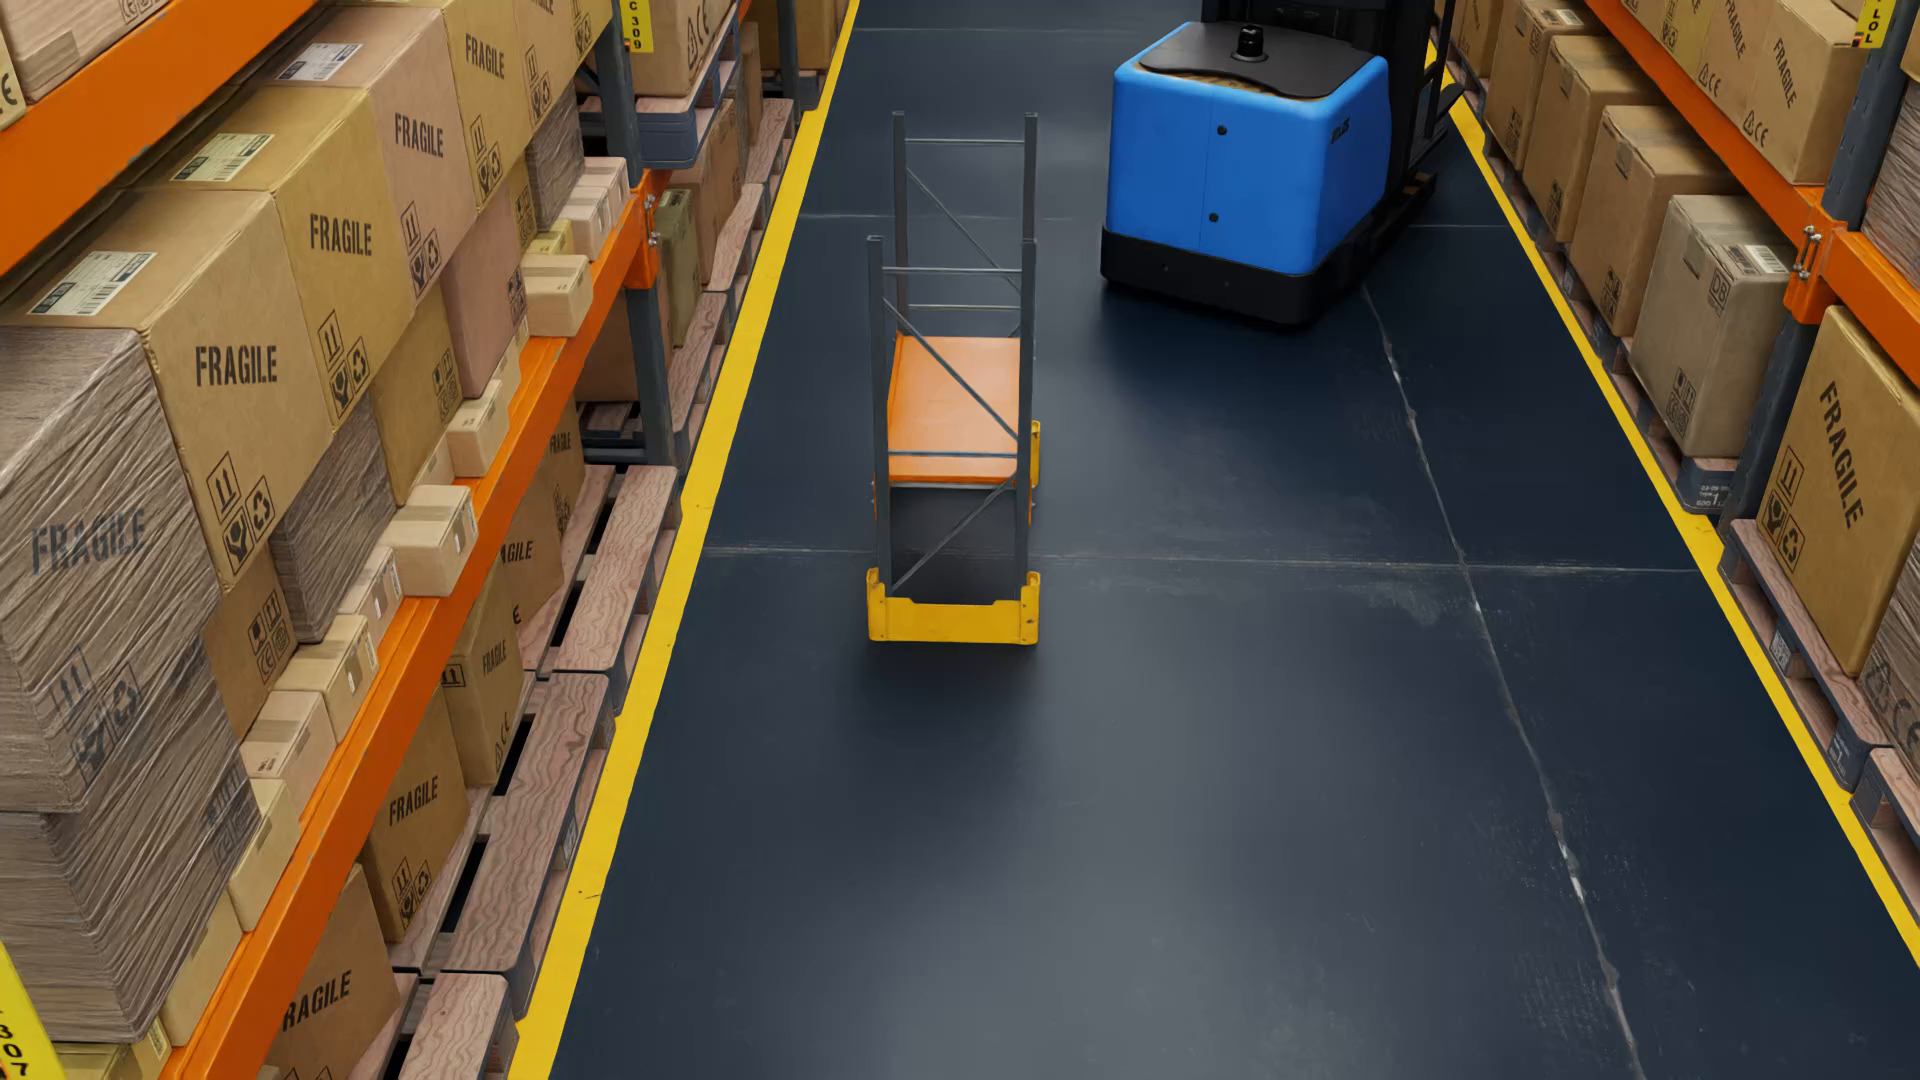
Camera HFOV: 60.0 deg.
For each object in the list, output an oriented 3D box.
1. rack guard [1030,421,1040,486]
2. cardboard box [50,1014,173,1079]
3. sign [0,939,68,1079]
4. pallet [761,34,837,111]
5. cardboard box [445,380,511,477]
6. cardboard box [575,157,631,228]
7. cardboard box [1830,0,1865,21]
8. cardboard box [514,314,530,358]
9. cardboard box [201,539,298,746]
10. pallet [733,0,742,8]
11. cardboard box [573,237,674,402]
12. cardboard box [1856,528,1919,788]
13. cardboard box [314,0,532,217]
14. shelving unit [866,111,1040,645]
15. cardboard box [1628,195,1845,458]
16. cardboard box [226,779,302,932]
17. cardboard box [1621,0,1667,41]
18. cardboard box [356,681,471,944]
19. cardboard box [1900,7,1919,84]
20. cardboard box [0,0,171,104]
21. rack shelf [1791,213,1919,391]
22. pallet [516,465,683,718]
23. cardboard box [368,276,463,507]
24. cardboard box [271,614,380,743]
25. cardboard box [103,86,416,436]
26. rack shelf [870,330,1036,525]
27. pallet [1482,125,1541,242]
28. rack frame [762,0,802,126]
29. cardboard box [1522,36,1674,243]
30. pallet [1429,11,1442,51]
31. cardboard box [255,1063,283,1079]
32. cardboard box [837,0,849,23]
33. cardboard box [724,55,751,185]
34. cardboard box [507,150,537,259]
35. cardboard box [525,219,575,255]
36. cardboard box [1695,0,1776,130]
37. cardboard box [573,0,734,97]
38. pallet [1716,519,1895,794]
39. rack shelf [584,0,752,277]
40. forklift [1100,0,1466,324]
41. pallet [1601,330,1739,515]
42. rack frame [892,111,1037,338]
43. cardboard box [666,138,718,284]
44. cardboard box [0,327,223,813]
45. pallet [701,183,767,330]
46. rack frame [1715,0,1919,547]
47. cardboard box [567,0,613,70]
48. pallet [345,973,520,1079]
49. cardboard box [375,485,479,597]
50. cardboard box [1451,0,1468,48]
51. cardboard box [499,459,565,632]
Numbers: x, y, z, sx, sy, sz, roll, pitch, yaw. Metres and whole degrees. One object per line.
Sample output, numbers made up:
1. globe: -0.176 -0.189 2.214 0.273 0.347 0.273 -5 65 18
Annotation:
1. rack guard: 0.017 -0.345 6.523 0.587 0.250 0.087 1 35 2
2. cardboard box: -1.506 0.857 2.641 0.380 0.149 0.250 1 35 2
3. sign: -1.213 0.570 2.077 0.100 0.325 0.005 1 35 2
4. pallet: -1.327 -2.994 10.327 1.003 0.211 1.213 1 35 2
5. cardboard box: -1.385 -0.291 4.274 0.380 0.149 0.250 1 35 2
6. cardboard box: -1.310 -1.153 5.500 0.380 0.149 0.250 1 35 2
7. cardboard box: 3.371 -1.949 5.457 0.700 0.500 0.500 1 35 1
8. cardboard box: -1.440 -0.580 4.686 0.380 0.149 0.250 1 35 2
9. cardboard box: -1.806 0.144 3.090 0.875 0.500 0.500 1 35 2
10. pallet: -1.473 -2.467 7.319 1.003 0.211 1.213 1 35 2
11. cardboard box: -1.549 -0.895 6.707 0.700 0.500 0.500 -1 35 -2
12. cardboard box: 3.229 0.362 4.609 0.875 0.875 0.875 2 35 2
13. cardboard box: -1.378 -1.118 4.017 0.500 0.500 0.500 1 35 2
14. shelving unit: -0.003 -0.570 5.756 0.587 1.500 1.083 1 35 2
15. cardboard box: 3.292 -0.823 6.404 1.050 0.750 0.750 1 35 2
16. cardboard box: -1.452 0.570 3.048 0.380 0.149 0.250 1 35 2
17. cardboard box: 3.169 -2.433 7.016 0.500 0.500 0.500 1 35 1
18. cardboard box: -1.680 0.701 4.452 0.500 0.500 0.500 4 35 6
19. cardboard box: 3.308 -1.505 4.714 0.875 0.550 0.550 1 35 2
20. cardboard box: -1.463 -0.821 2.331 0.500 0.250 0.500 1 35 1
21. rack shelf: 3.277 0.230 3.940 1.077 0.370 4.000 1 35 2
22. pallet: -1.586 0.142 5.865 1.003 0.211 1.213 1 35 2
23. cardboard box: -1.711 -0.429 3.906 0.875 0.500 0.500 1 35 2
24. cardboard box: -1.445 0.283 3.457 0.380 0.149 0.250 1 35 2
25. cardboard box: -1.415 -0.544 3.199 0.500 0.500 0.500 1 35 2
26. rack shelf: -0.003 -0.417 5.852 0.538 0.185 1.000 1 35 2
27. pallet: 3.411 -1.919 8.797 1.003 0.211 1.213 1 35 2
28. rack frame: -1.434 -3.684 8.883 1.000 3.000 0.127 1 35 2
29. cardboard box: 3.372 -1.913 7.954 1.050 0.750 0.750 2 35 3
30. pallet: 3.602 -3.519 11.073 1.003 0.211 1.213 1 35 2
31. cardboard box: -1.714 1.405 3.451 0.500 0.500 0.500 8 36 11
32. cardboard box: -1.342 -3.895 10.665 1.225 0.875 0.875 1 35 2
33. cardboard box: -1.451 -2.137 8.473 0.700 0.500 0.500 -1 35 -2
34. cardboard box: -1.730 -1.005 4.726 0.875 0.500 0.500 1 35 2
35. cardboard box: -1.399 -0.867 5.094 0.380 0.149 0.250 1 35 2
36. cardboard box: 3.131 -1.850 6.187 0.500 0.500 0.500 1 35 1
37. cardboard box: -1.423 -2.256 5.965 1.000 1.000 1.000 2 35 2
38. pallet: 3.248 0.363 5.550 1.003 0.211 1.213 1 35 2
39. rack shelf: -1.515 -2.241 7.455 1.077 0.370 4.000 1 35 2
40. forklift: 1.854 -2.994 7.961 1.130 2.935 3.031 19 39 25
41. pallet: 3.313 -0.517 6.803 1.003 0.211 1.213 1 35 2
42. rack frame: 0.017 -0.857 6.165 0.500 1.500 0.032 1 35 2
43. cardboard box: -1.489 -1.491 7.553 0.700 0.500 0.500 -2 35 -2
44. cardboard box: -1.461 0.031 2.382 0.500 0.500 0.500 1 35 2
45. pallet: -1.519 -1.395 8.052 1.003 0.211 1.213 1 35 2
46. rack frame: 3.357 -1.213 5.368 1.000 3.000 0.127 1 35 2
47. cardboard box: -1.338 -1.693 4.835 0.500 0.500 0.500 1 35 2
48. pallet: -1.684 1.544 3.870 1.003 0.211 1.213 1 35 2
49. cardboard box: -1.349 -0.003 3.864 0.380 0.149 0.250 1 35 2
50. cardboard box: 3.308 -3.343 10.207 0.500 0.500 0.500 3 35 4
51. cardboard box: -1.666 0.023 5.417 0.500 0.500 0.500 12 37 17
